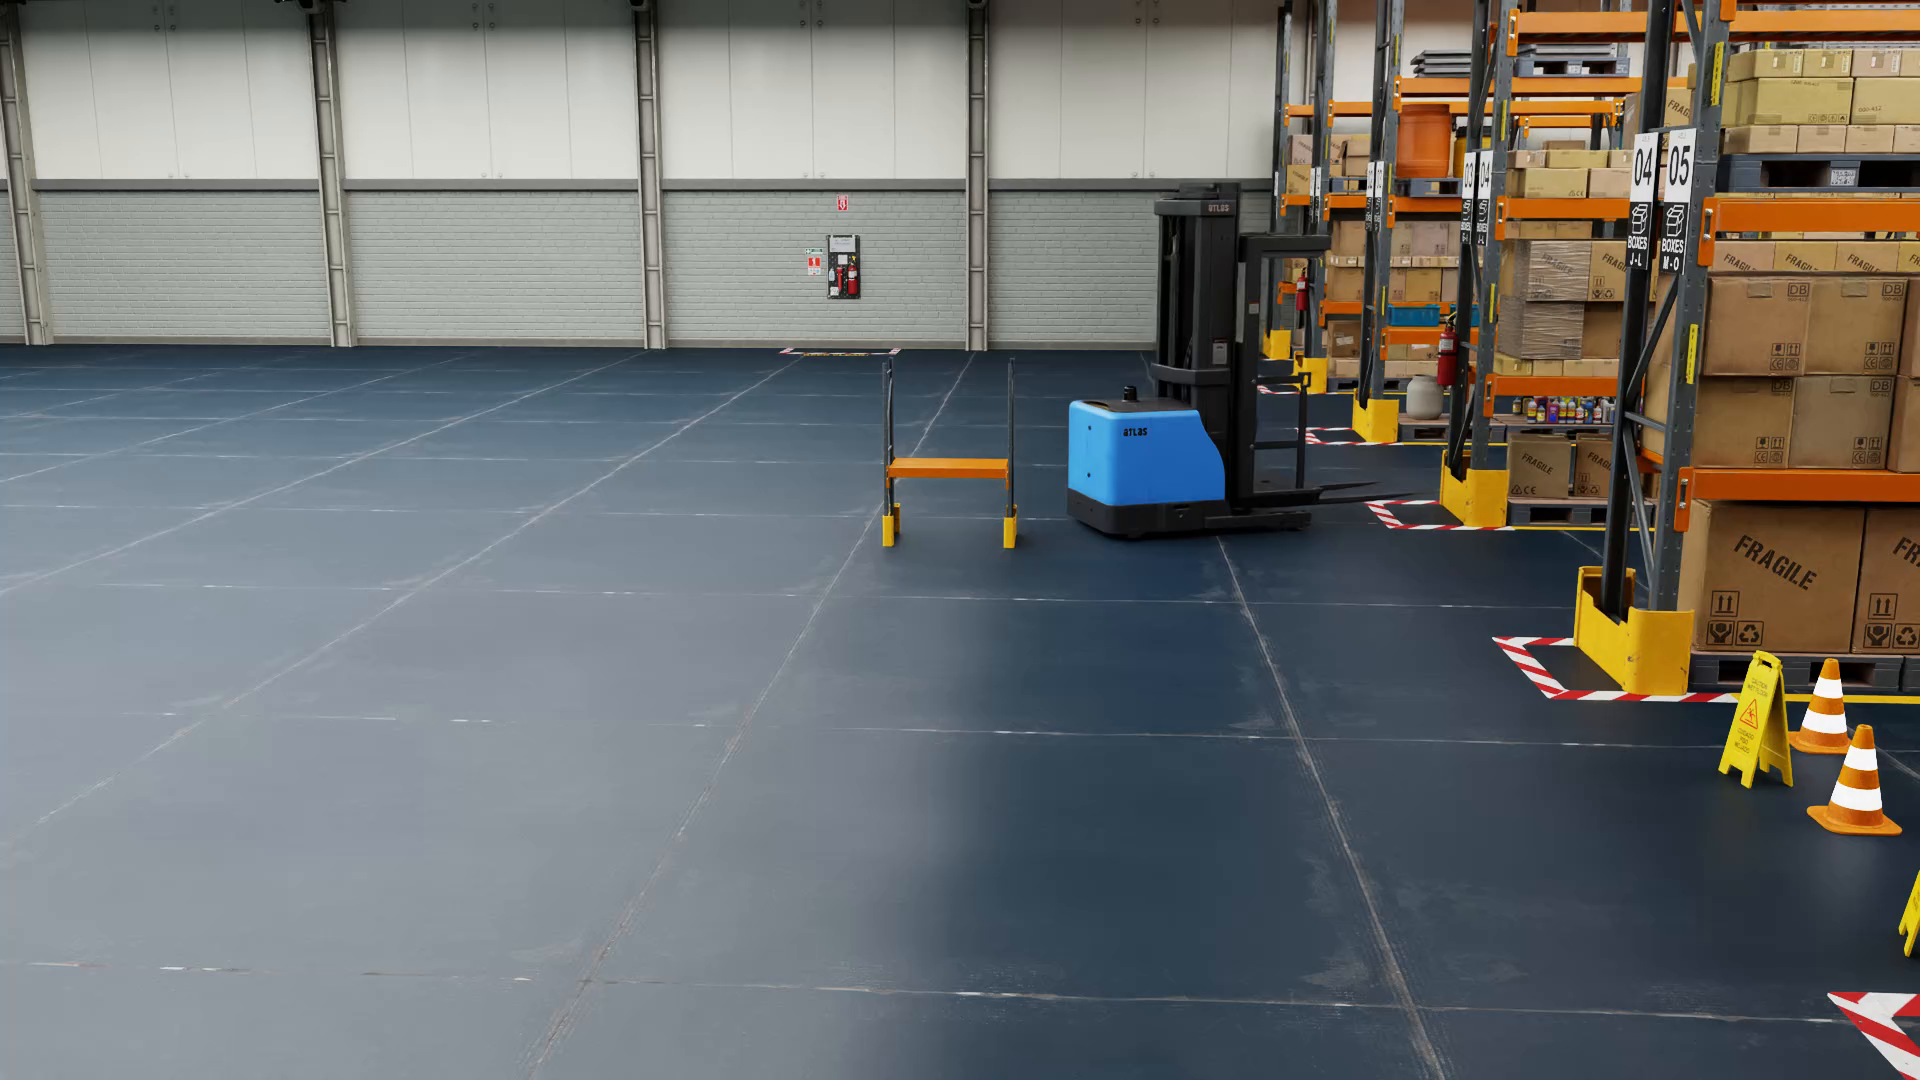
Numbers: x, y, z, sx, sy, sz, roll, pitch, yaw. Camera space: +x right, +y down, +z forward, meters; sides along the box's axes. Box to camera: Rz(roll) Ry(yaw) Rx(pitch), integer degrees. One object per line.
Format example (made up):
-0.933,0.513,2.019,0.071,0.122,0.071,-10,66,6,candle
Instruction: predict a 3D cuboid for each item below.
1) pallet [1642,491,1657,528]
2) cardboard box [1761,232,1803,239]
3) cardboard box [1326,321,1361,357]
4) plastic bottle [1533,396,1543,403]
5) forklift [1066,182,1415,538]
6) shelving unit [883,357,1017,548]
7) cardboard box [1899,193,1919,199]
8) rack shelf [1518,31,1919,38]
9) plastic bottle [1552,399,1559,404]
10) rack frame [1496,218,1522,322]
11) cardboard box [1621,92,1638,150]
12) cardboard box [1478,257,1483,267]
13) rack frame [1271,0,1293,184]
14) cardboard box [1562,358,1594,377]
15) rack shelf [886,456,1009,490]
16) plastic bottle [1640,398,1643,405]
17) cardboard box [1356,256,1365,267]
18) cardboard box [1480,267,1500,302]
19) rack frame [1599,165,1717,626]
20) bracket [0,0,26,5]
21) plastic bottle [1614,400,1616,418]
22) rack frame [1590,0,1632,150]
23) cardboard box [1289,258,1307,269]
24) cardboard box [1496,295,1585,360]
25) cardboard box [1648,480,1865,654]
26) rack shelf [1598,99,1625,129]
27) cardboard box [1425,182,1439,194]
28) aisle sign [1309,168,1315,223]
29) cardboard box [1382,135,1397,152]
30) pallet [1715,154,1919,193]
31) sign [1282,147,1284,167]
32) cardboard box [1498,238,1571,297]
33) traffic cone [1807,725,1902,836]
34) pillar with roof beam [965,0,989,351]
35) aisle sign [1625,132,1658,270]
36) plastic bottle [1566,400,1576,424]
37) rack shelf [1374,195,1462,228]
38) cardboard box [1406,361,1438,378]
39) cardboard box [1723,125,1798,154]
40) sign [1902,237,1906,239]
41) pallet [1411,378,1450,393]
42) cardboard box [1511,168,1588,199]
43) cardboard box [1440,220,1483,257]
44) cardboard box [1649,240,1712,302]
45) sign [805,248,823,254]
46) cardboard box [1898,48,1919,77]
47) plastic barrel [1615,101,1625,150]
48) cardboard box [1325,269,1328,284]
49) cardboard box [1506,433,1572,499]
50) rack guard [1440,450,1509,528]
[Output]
6.646,-0.297,14.840,1.213,0.211,1.003,1,12,4,pallet
13.987,-5.137,28.316,0.500,0.250,0.500,1,12,5,cardboard box
5.768,-3.002,24.822,0.500,0.500,0.500,1,12,4,cardboard box
6.990,-1.648,20.066,0.135,0.276,0.152,1,12,4,plastic bottle
2.517,-1.603,14.441,3.031,2.935,1.130,-4,12,-17,forklift
-0.076,-0.735,13.789,1.083,1.500,0.587,1,12,4,shelving unit
8.067,-2.991,13.951,0.500,0.250,0.500,1,12,6,cardboard box
6.543,-4.323,14.044,3.687,0.071,0.831,1,12,4,rack shelf
7.139,-1.583,19.941,0.097,0.201,0.097,0,12,0,plastic bottle
9.532,-4.679,28.981,0.127,3.000,1.000,1,12,4,rack frame
6.111,-3.636,14.477,0.500,0.500,0.500,1,12,4,cardboard box
7.387,-4.014,23.974,0.250,0.149,0.380,1,12,6,cardboard box
5.541,-7.670,28.628,0.127,3.000,1.000,1,12,4,rack frame
5.313,-1.509,14.438,0.250,0.149,0.380,1,12,4,cardboard box
-0.085,-0.559,13.827,1.000,0.185,0.538,1,12,4,rack shelf
8.001,-1.521,19.459,0.135,0.276,0.152,1,12,4,plastic bottle
5.854,-4.036,24.077,0.250,0.149,0.380,0,12,2,cardboard box
7.734,-3.734,24.220,0.500,0.500,0.700,1,12,5,cardboard box
4.116,-0.686,9.892,0.127,3.000,1.000,1,12,4,rack frame
-17.259,-9.850,30.255,0.430,0.232,0.235,1,12,4,bracket
7.694,-1.531,19.326,0.185,0.351,0.144,1,12,3,plastic bottle
9.205,-6.604,23.528,0.127,3.000,1.000,1,12,4,rack frame
5.997,-4.969,28.854,0.500,0.500,0.500,1,12,4,cardboard box
5.095,-1.880,14.626,0.500,0.500,0.875,1,12,4,cardboard box
4.797,0.144,10.087,0.875,0.875,0.875,1,12,4,cardboard box
11.200,-6.028,23.512,4.000,0.370,1.077,1,12,4,rack shelf
7.952,-6.172,28.498,0.500,0.500,0.500,0,12,2,cardboard box
5.168,-5.055,24.429,0.004,0.787,0.394,1,12,4,aisle sign
7.525,-6.773,28.929,0.500,0.500,0.500,1,12,4,cardboard box
4.856,-2.103,9.556,1.213,0.211,1.003,1,12,4,pallet
5.505,-6.519,28.316,0.005,0.325,0.100,1,12,4,sign
5.113,-2.425,14.792,0.500,0.500,0.500,1,12,4,cardboard box
4.136,1.079,7.649,0.334,0.463,0.336,1,12,4,traffic cone
0.023,-7.040,25.615,0.548,9.000,9.100,1,12,4,pillar with roof beam
4.065,-2.021,9.924,0.004,0.787,0.394,1,12,4,aisle sign
7.109,-1.495,19.349,0.097,0.271,0.097,0,12,0,plastic bottle
6.874,-3.799,19.203,4.000,0.370,1.077,1,12,4,rack shelf
6.732,-2.516,24.328,0.500,0.250,0.500,1,12,4,cardboard box
4.436,-2.216,9.222,0.250,0.149,0.380,1,12,4,cardboard box
13.162,-4.066,23.220,0.005,0.325,0.100,1,12,4,sign
7.193,-2.338,24.598,1.213,0.211,1.003,1,12,4,pallet
5.011,-3.034,14.154,0.500,0.250,0.500,1,12,5,cardboard box
7.259,-4.376,24.121,0.500,0.500,0.700,1,12,4,cardboard box
6.076,-2.304,14.214,0.500,0.500,0.500,1,12,4,cardboard box
-2.694,-5.328,30.703,0.331,0.109,0.001,1,12,4,sign
5.185,-2.596,9.092,0.250,0.149,0.380,1,12,4,cardboard box
7.884,-4.610,19.074,0.708,0.901,0.600,1,12,4,plastic barrel
6.526,-4.595,28.894,0.500,0.250,0.500,0,12,2,cardboard box
5.170,-0.668,14.886,0.500,0.500,0.500,3,12,14,cardboard box
4.624,-0.474,14.981,0.348,0.500,1.175,1,12,4,rack guard
